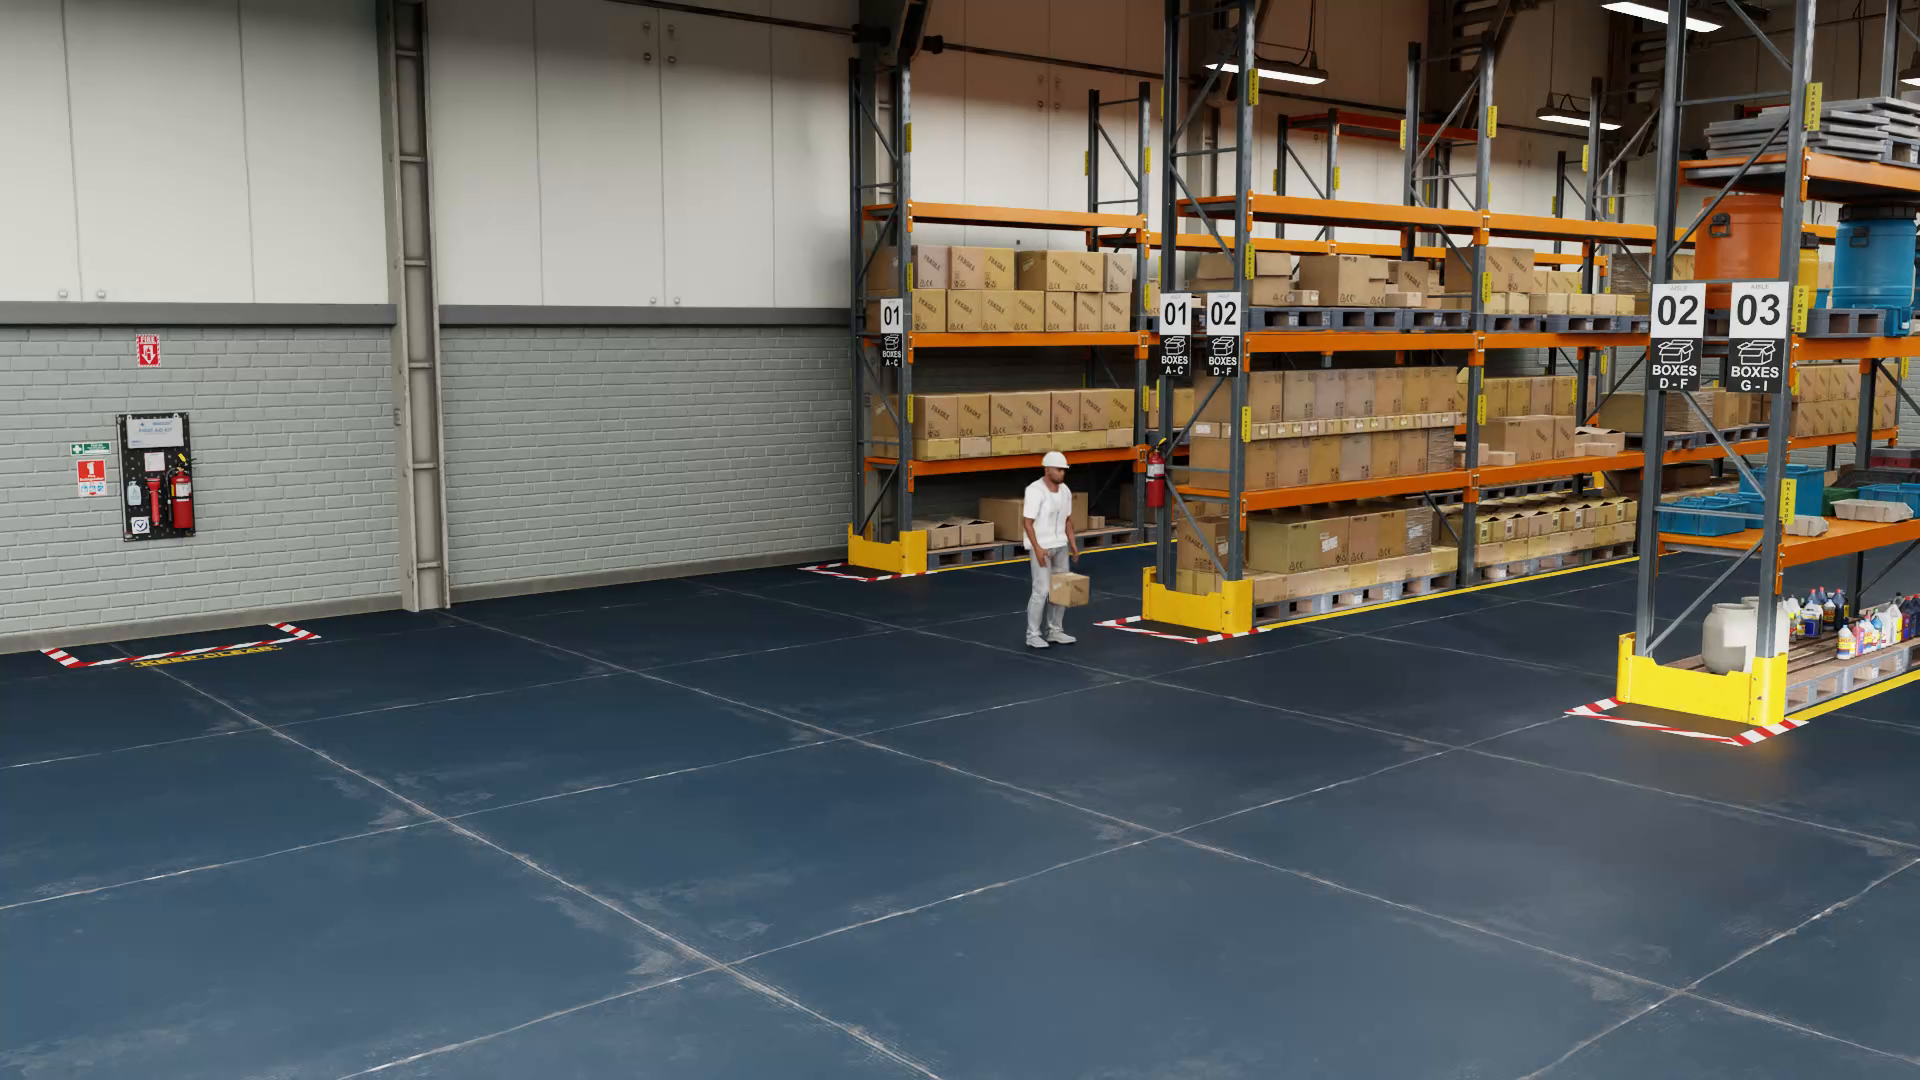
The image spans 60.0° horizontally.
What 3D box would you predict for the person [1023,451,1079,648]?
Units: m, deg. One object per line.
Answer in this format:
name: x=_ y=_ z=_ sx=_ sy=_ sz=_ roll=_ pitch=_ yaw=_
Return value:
person: x=0.813 y=0.074 z=15.119 sx=0.589 sy=1.765 sz=0.425 roll=-7 pitch=10 yaw=-42
